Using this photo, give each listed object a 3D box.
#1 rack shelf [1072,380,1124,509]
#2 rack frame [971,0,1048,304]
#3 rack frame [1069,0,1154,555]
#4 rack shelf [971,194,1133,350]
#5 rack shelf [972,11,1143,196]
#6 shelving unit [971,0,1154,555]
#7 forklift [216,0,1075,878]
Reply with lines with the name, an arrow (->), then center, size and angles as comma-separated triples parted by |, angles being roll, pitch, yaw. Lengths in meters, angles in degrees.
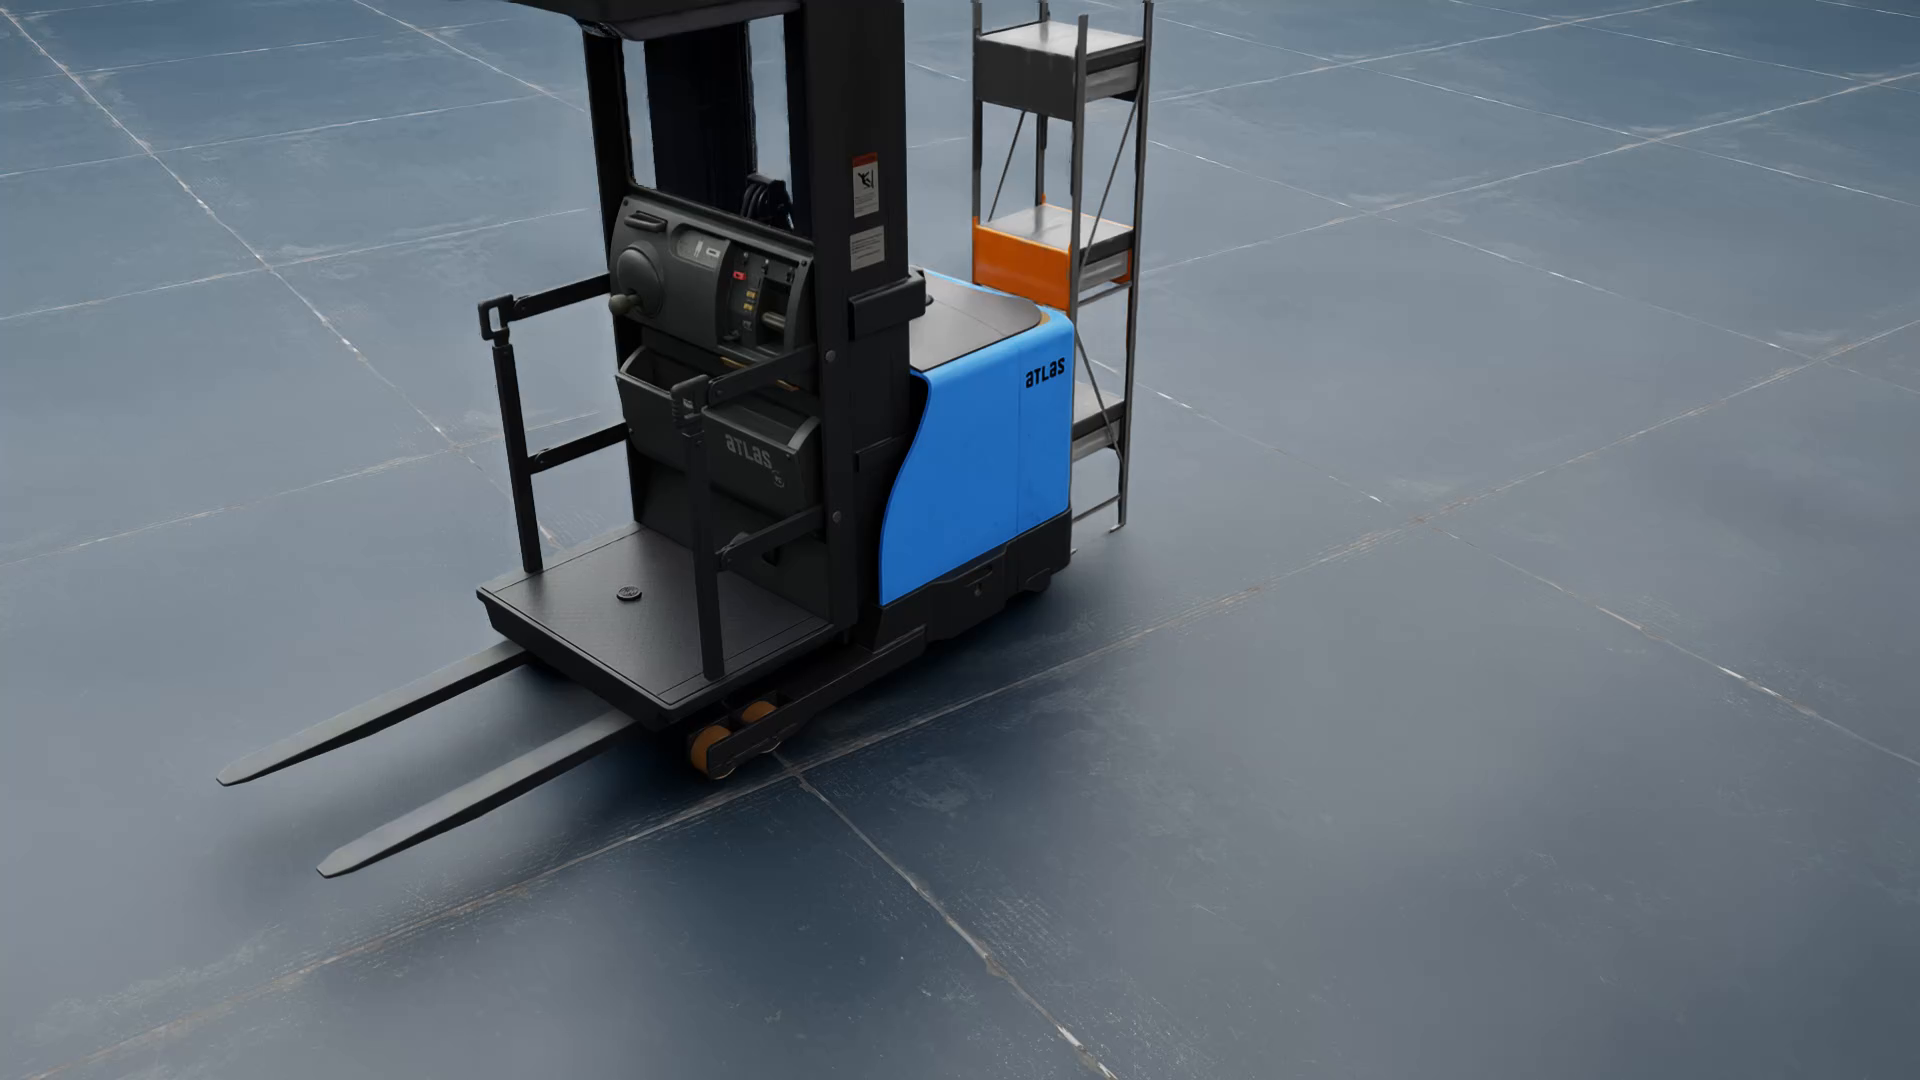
rack shelf -> 0.364, -0.370, 6.727 | 0.480, 0.518, 0.431 | 24, 37, 37
rack frame -> 0.187, -1.077, 6.534 | 0.015, 2.100, 0.400 | 24, 37, 37
rack frame -> 0.542, -0.918, 6.239 | 0.015, 2.100, 0.400 | 24, 37, 37
rack shelf -> 0.364, -0.985, 6.393 | 0.480, 0.518, 0.431 | 24, 37, 37
rack shelf -> 0.364, -1.601, 6.059 | 0.480, 0.518, 0.431 | 24, 37, 37
shelving unit -> 0.364, -0.997, 6.387 | 0.503, 2.100, 0.431 | 24, 37, 37
forklift -> -0.948, -0.798, 5.148 | 1.130, 2.935, 3.031 | 24, 37, 37
